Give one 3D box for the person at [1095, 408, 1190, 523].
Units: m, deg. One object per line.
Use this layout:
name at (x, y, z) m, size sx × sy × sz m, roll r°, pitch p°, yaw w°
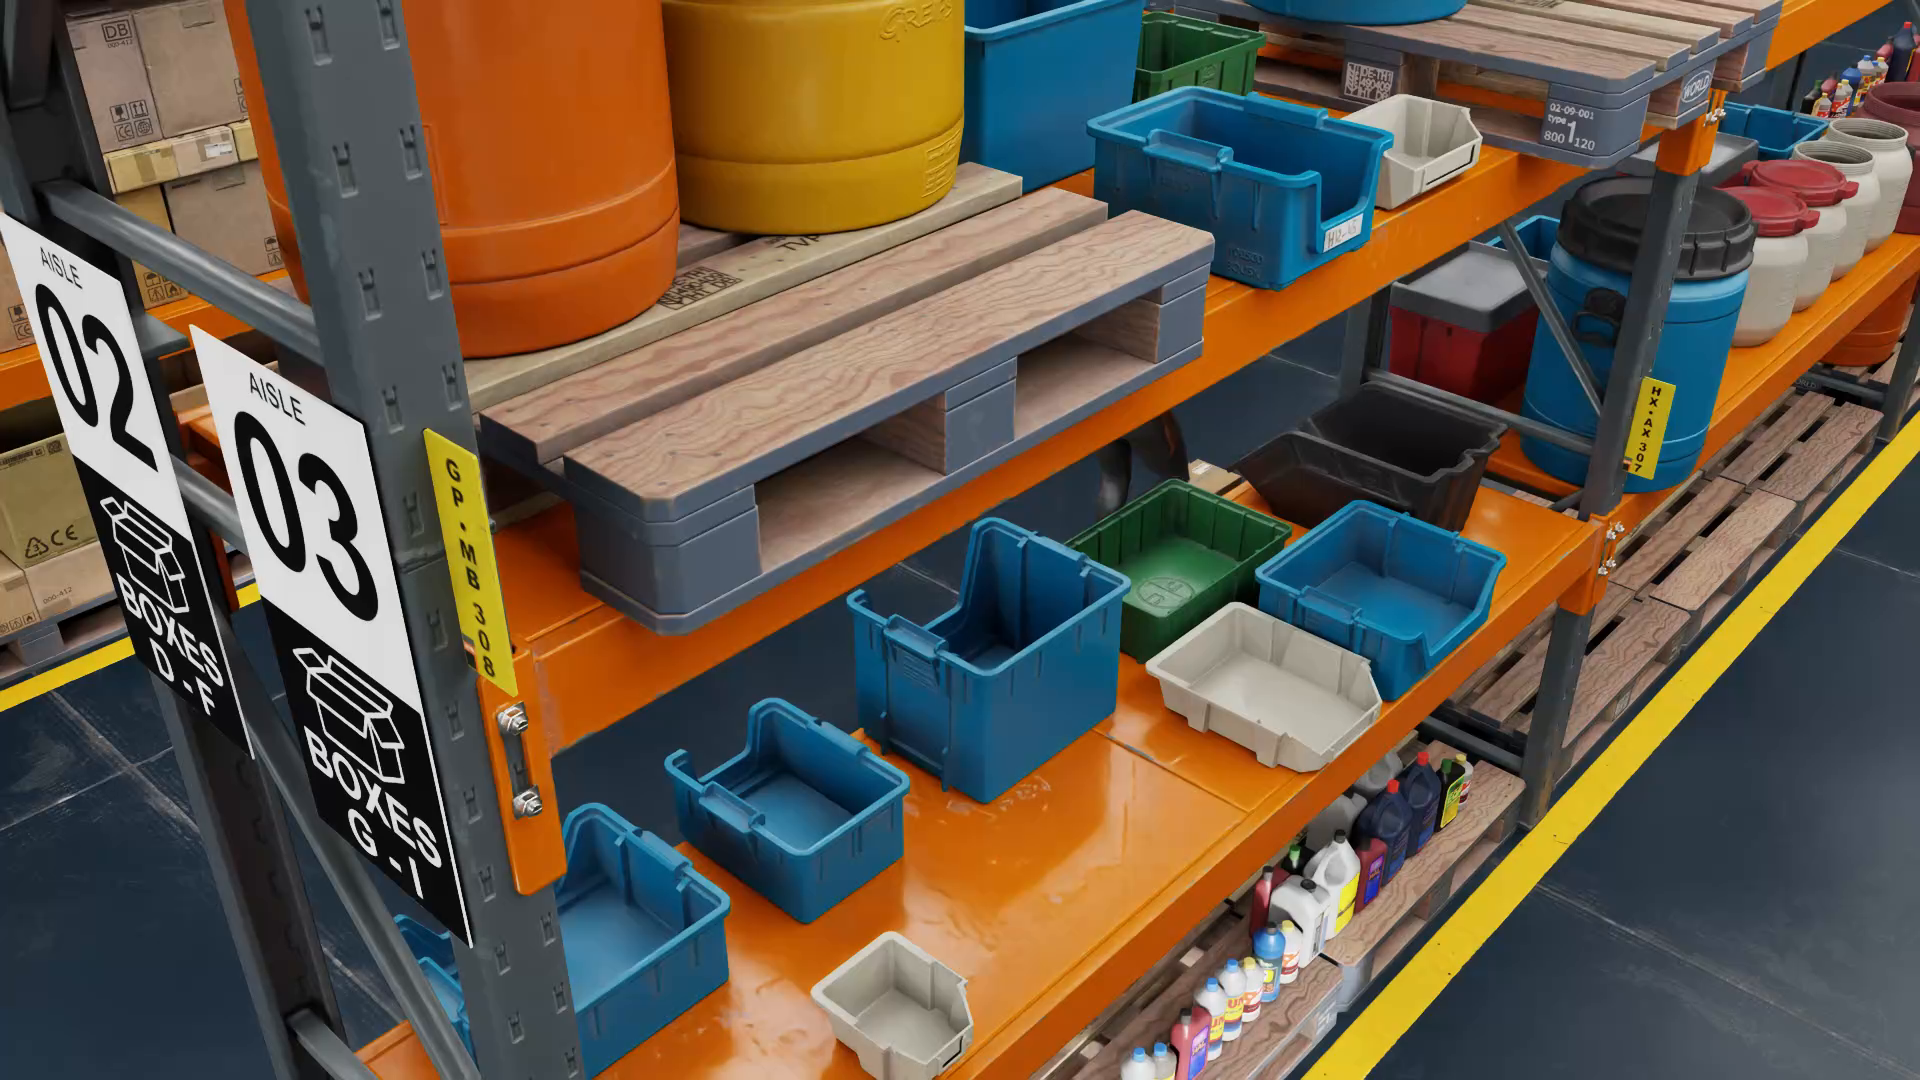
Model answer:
person at (0.721, -0.548, 6.987) m, size 0.491 × 1.656 × 0.537 m, roll 22°, pitch 38°, yaw 31°
